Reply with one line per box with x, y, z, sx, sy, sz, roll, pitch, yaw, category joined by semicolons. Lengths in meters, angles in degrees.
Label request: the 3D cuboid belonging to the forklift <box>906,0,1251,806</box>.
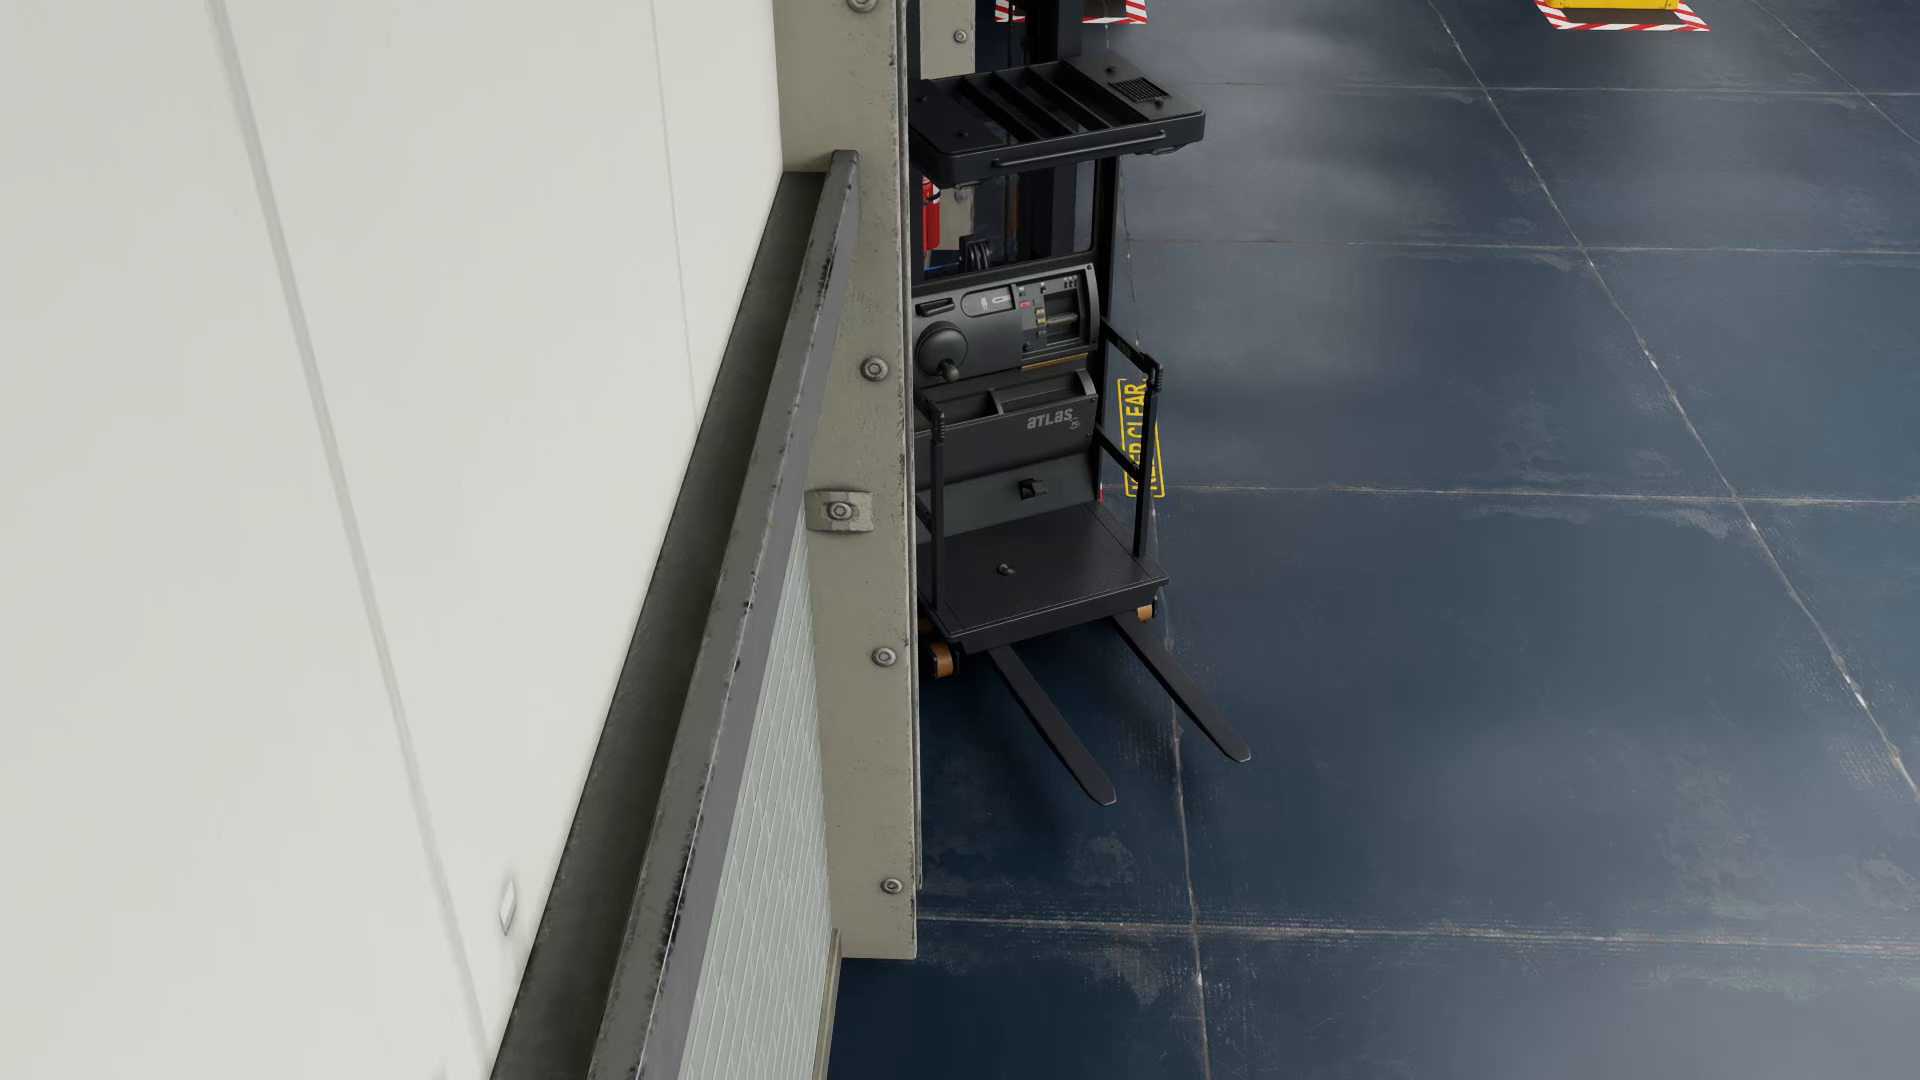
0.251;-0.867;6.935;1.130;2.935;3.031;-14;37;-19;forklift

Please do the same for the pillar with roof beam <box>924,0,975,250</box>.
4.234;-5.616;8.415;9.100;9.000;0.400;1;35;2;pillar with roof beam

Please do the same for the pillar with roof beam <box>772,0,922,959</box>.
3.993;-2.169;3.510;9.100;9.000;0.400;1;35;2;pillar with roof beam

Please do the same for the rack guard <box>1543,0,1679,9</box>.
5.959;-5.138;15.125;1.175;0.500;0.348;1;35;2;rack guard

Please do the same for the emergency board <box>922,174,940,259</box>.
-0.205;-1.842;8.263;0.194;1.169;0.643;1;35;2;emergency board
